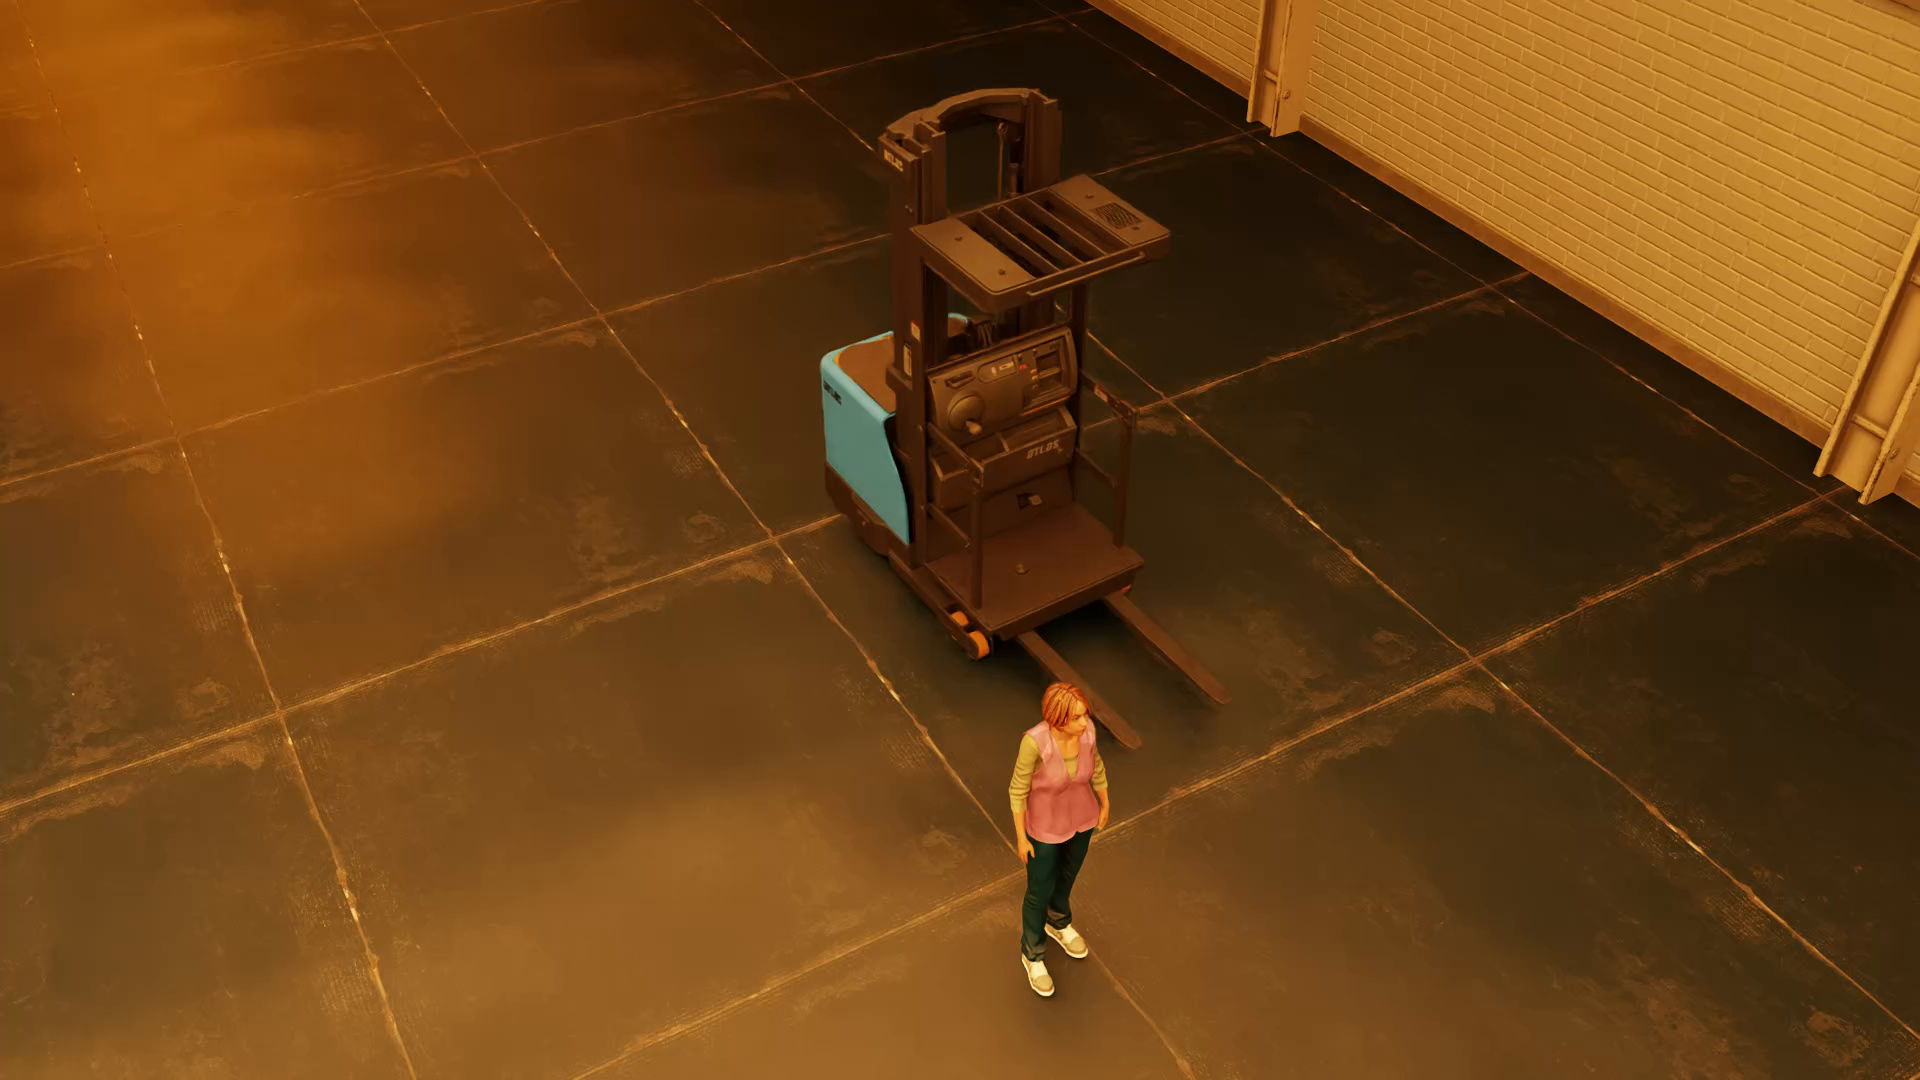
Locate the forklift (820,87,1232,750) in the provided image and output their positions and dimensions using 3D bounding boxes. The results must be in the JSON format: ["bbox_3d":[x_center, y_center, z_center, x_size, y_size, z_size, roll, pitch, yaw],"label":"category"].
[{"bbox_3d":[0.362,-0.792,8.991,1.130,2.935,3.031,-22,45,-25],"label":"forklift"}]

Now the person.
[{"bbox_3d":[0.482,1.322,7.478,0.518,1.598,0.473,-21,44,-23],"label":"person"}]
